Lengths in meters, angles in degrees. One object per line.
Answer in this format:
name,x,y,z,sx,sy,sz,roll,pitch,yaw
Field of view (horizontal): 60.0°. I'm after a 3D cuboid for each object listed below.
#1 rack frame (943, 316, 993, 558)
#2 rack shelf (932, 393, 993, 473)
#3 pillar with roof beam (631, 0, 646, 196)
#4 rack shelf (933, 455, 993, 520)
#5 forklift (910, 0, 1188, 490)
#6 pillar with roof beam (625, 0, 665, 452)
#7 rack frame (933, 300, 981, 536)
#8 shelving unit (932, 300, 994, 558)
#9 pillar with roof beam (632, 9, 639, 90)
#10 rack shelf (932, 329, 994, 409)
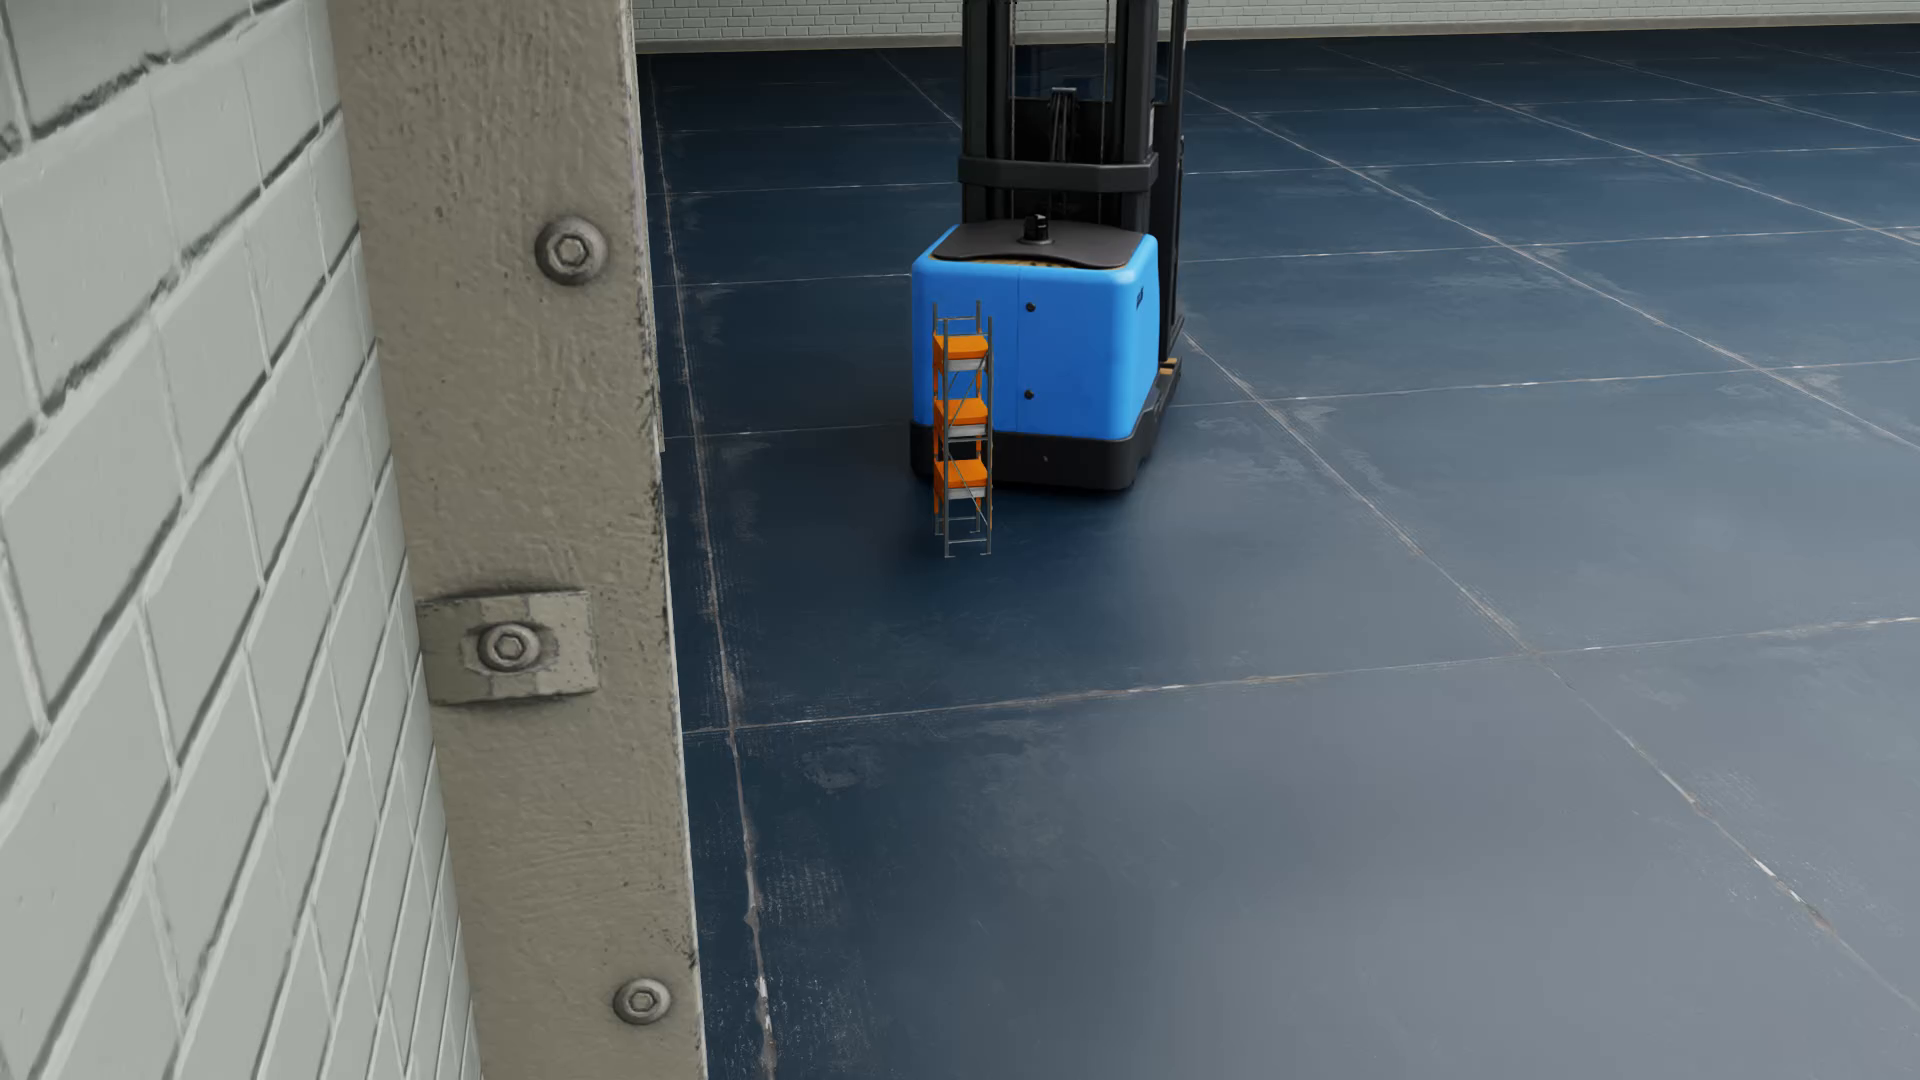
rack frame,0.032,-0.412,6.882,0.200,1.050,0.008,-4,24,-10
rack shelf,0.010,-0.450,6.996,0.215,0.259,0.240,-4,24,-10
pillar with roof beam,1.467,-7.307,12.738,9.100,9.000,0.400,-4,24,-10
rack shelf,0.010,-0.196,7.107,0.215,0.259,0.240,-4,24,-10
forklift,0.608,-2.134,8.473,1.130,2.935,3.031,5,24,12
pillar with roof beam,2.576,-4.947,7.334,9.100,9.000,0.400,-4,24,-10
rack frame,-0.013,-0.508,7.102,0.200,1.050,0.008,-4,24,-10
shelving unit,0.010,-0.460,6.992,0.215,1.050,0.252,-4,24,-10
pillar with roof beam,0.357,-9.667,18.141,9.100,9.000,0.400,-4,24,-10
rack shelf,0.010,-0.710,6.882,0.215,0.259,0.240,-4,24,-10
